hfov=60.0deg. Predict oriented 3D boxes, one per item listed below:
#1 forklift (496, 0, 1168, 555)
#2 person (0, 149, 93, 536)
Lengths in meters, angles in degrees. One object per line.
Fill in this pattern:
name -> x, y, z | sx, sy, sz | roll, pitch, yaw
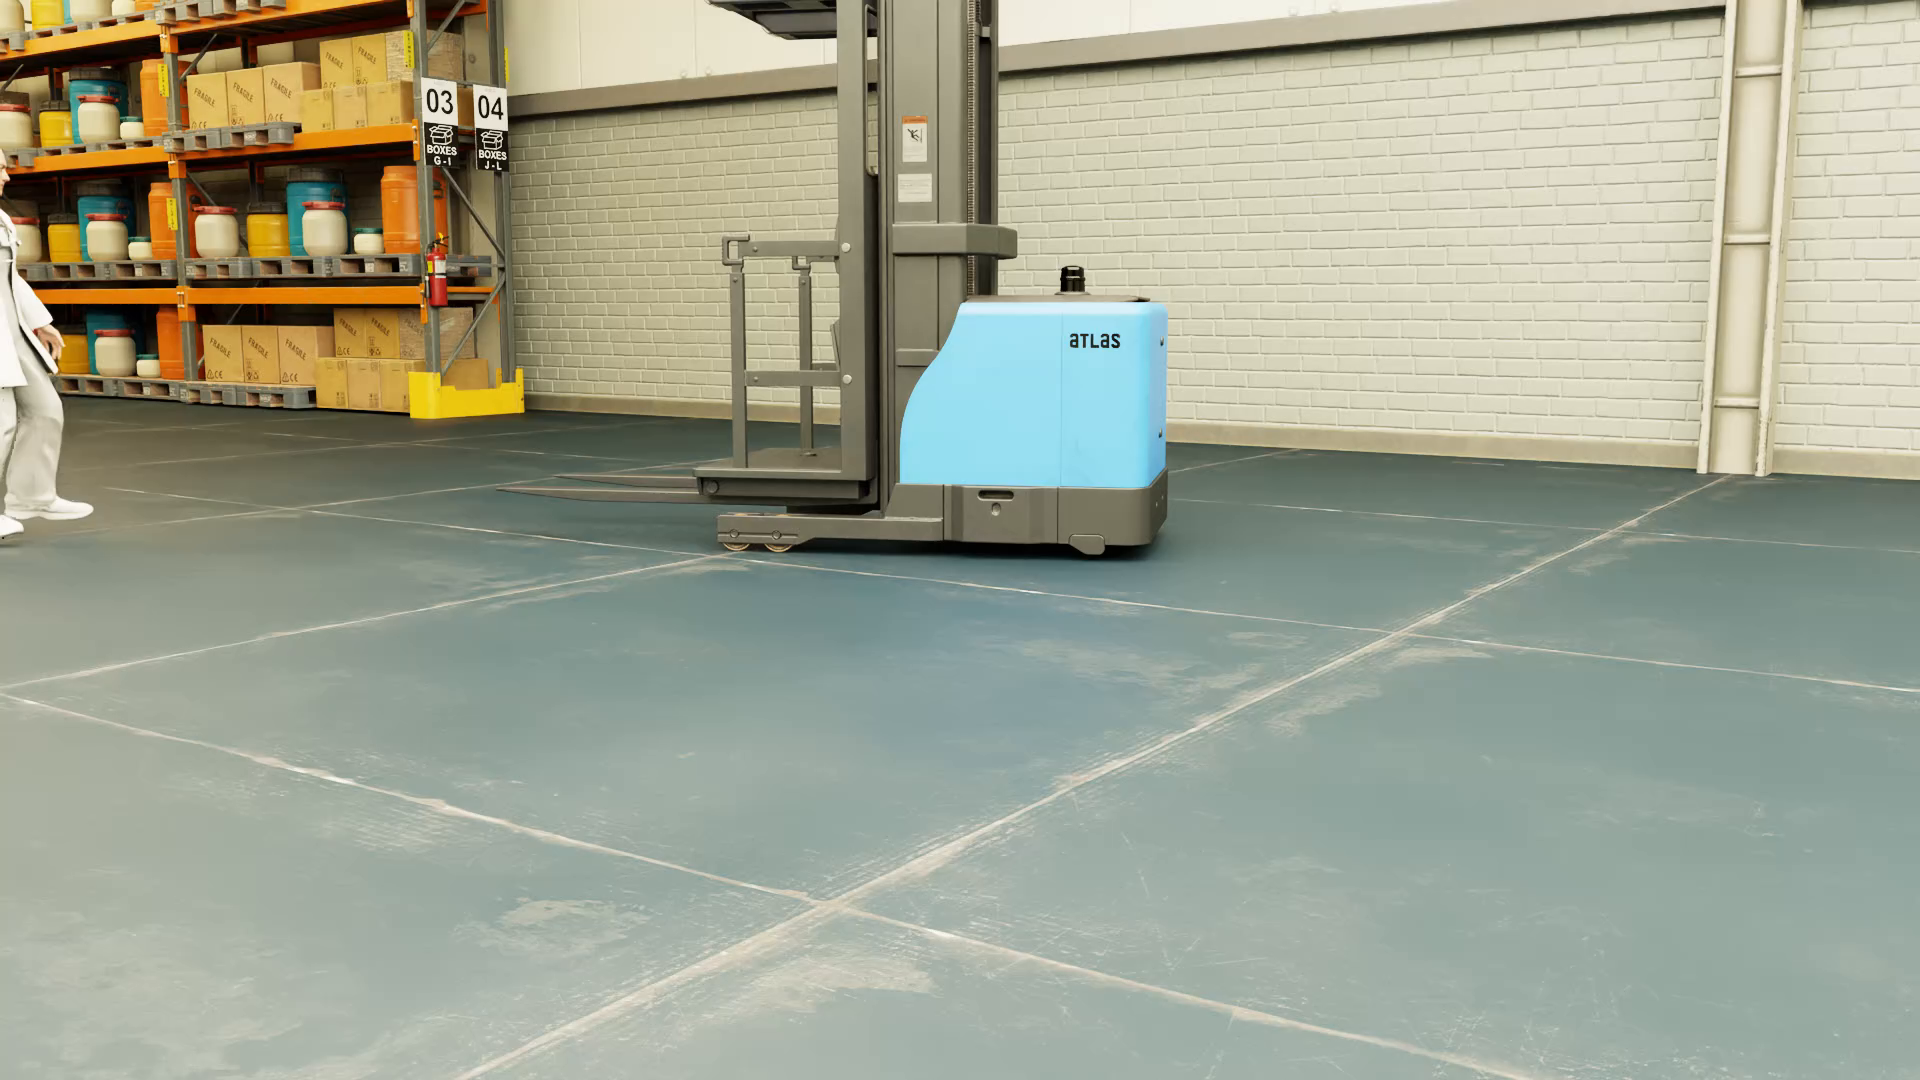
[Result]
forklift -> -0.596, -1.469, 7.520 | 3.031, 2.935, 1.130 | 2, 8, 12
person -> -4.327, -0.903, 7.452 | 0.454, 1.753, 0.817 | -1, 8, -4
